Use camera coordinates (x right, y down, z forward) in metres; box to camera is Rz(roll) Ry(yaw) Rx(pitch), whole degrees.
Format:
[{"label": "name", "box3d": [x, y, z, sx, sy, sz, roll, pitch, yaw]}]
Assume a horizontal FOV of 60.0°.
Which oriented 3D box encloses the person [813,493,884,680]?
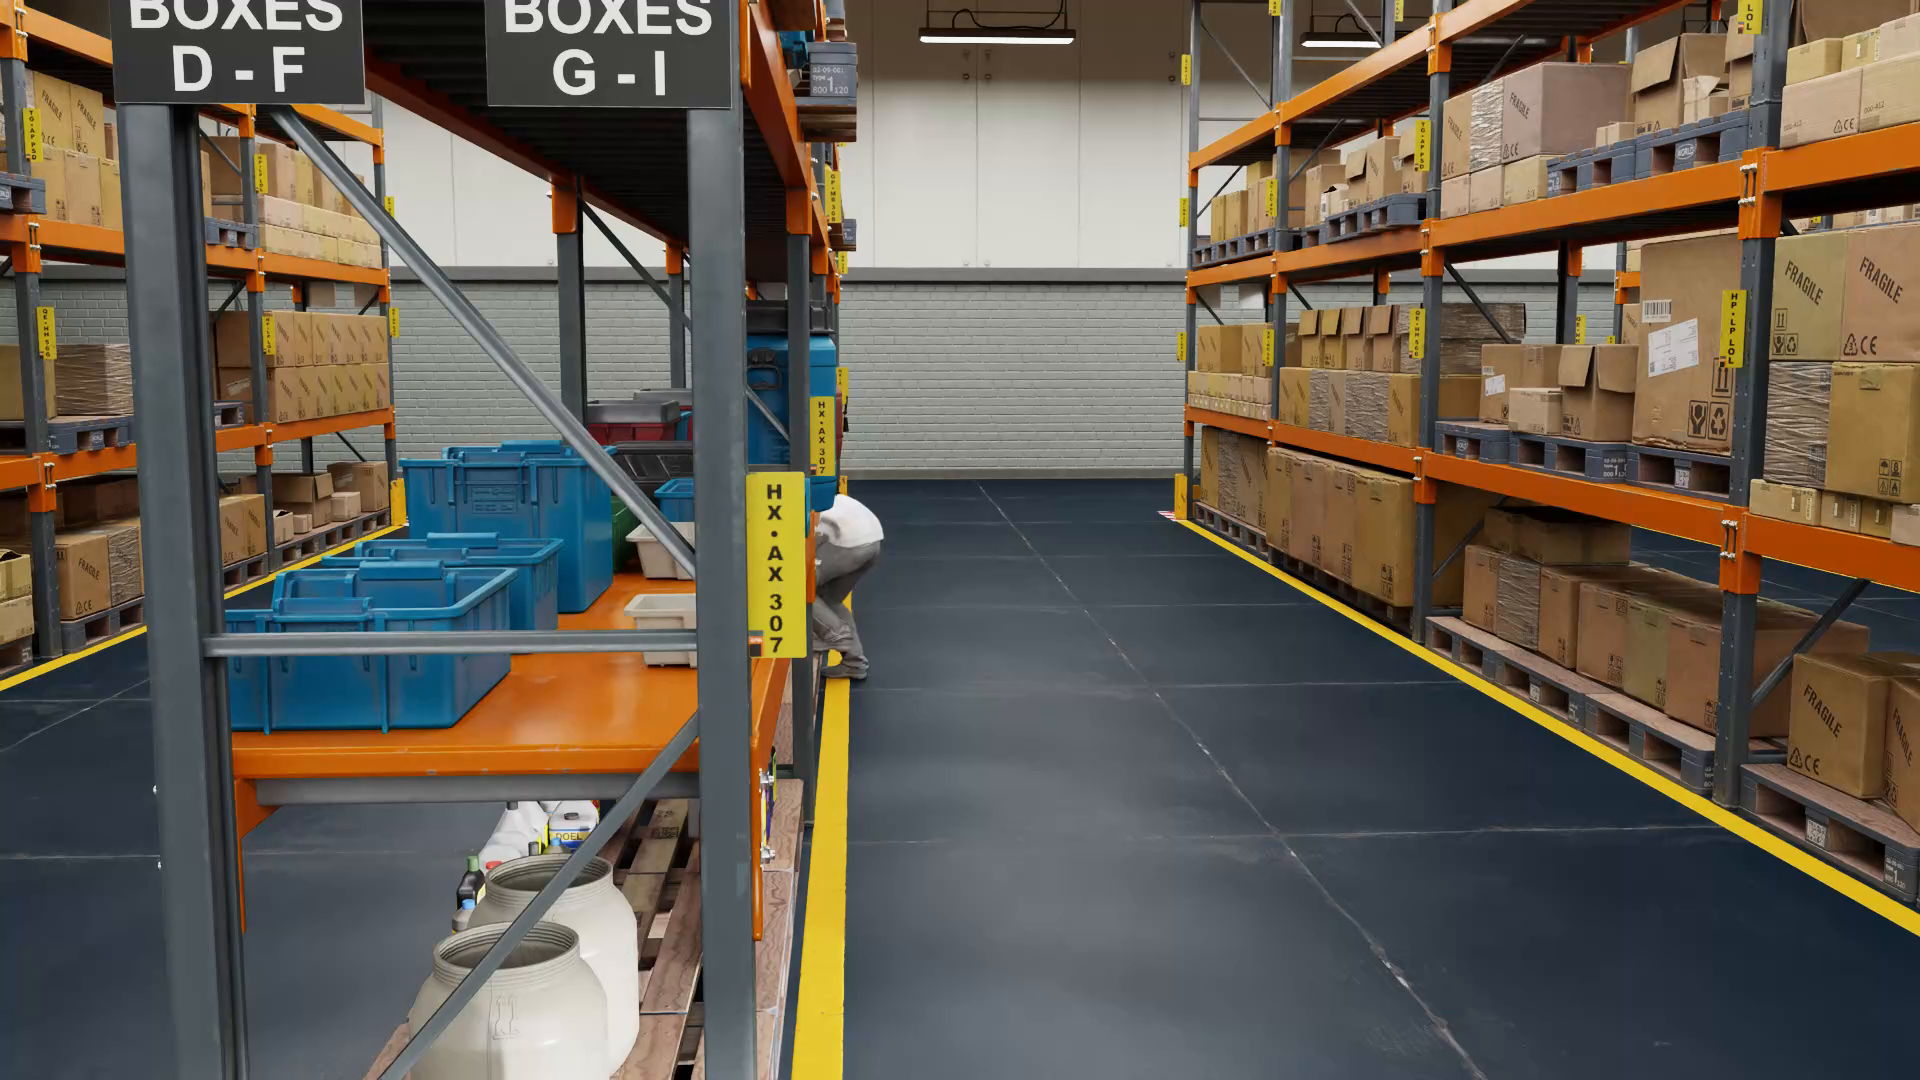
[{"label": "person", "box3d": [-0.976, 0.241, 9.940, 1.016, 1.223, 0.501, 1, 7, 12]}]
